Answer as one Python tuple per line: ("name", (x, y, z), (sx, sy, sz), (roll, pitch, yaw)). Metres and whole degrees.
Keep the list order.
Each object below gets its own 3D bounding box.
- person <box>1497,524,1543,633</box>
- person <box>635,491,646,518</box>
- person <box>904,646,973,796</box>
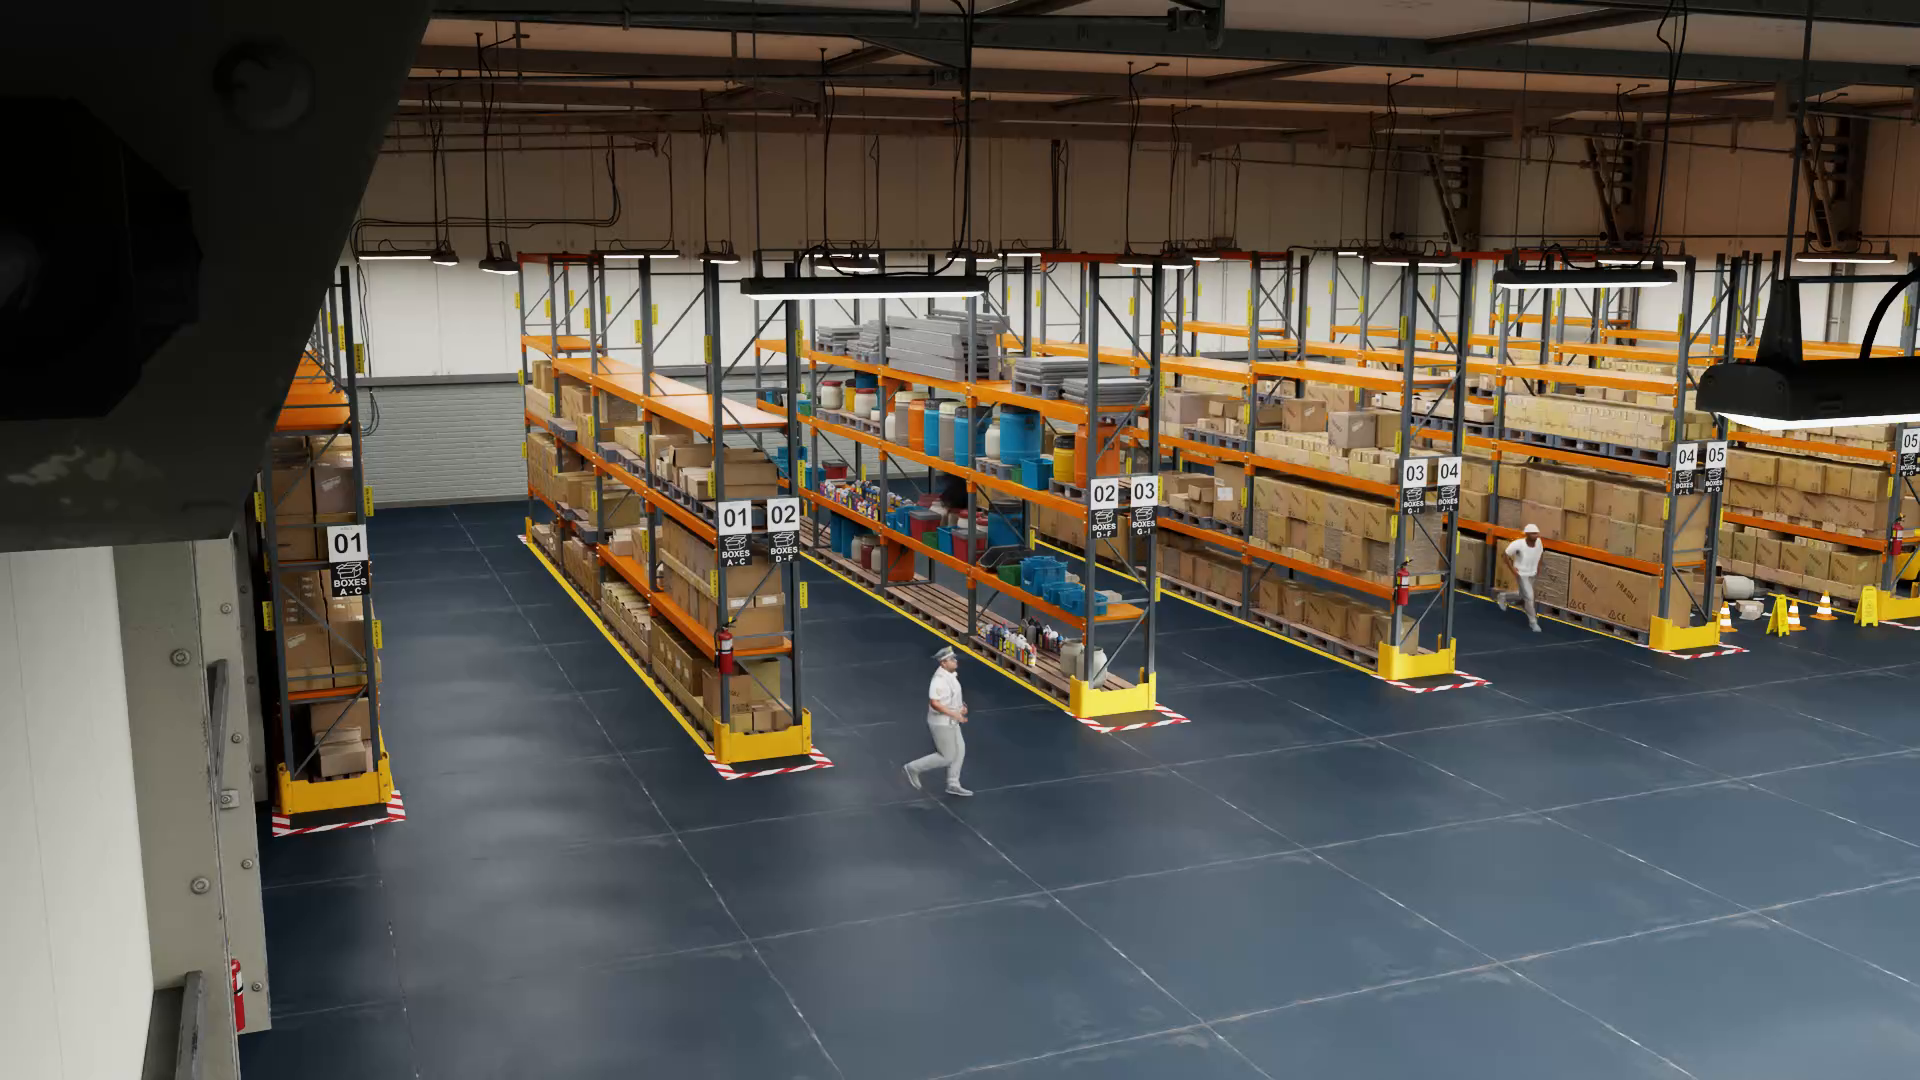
("person", (9.190, 0.575, 27.179), (0.700, 1.754, 1.000), (-5, 12, -26))
("person", (-7.065, -0.957, 35.750), (0.844, 1.650, 0.640), (6, 12, 30))
("person", (-0.229, 2.059, 18.989), (0.771, 1.777, 0.668), (2, 11, 9))
